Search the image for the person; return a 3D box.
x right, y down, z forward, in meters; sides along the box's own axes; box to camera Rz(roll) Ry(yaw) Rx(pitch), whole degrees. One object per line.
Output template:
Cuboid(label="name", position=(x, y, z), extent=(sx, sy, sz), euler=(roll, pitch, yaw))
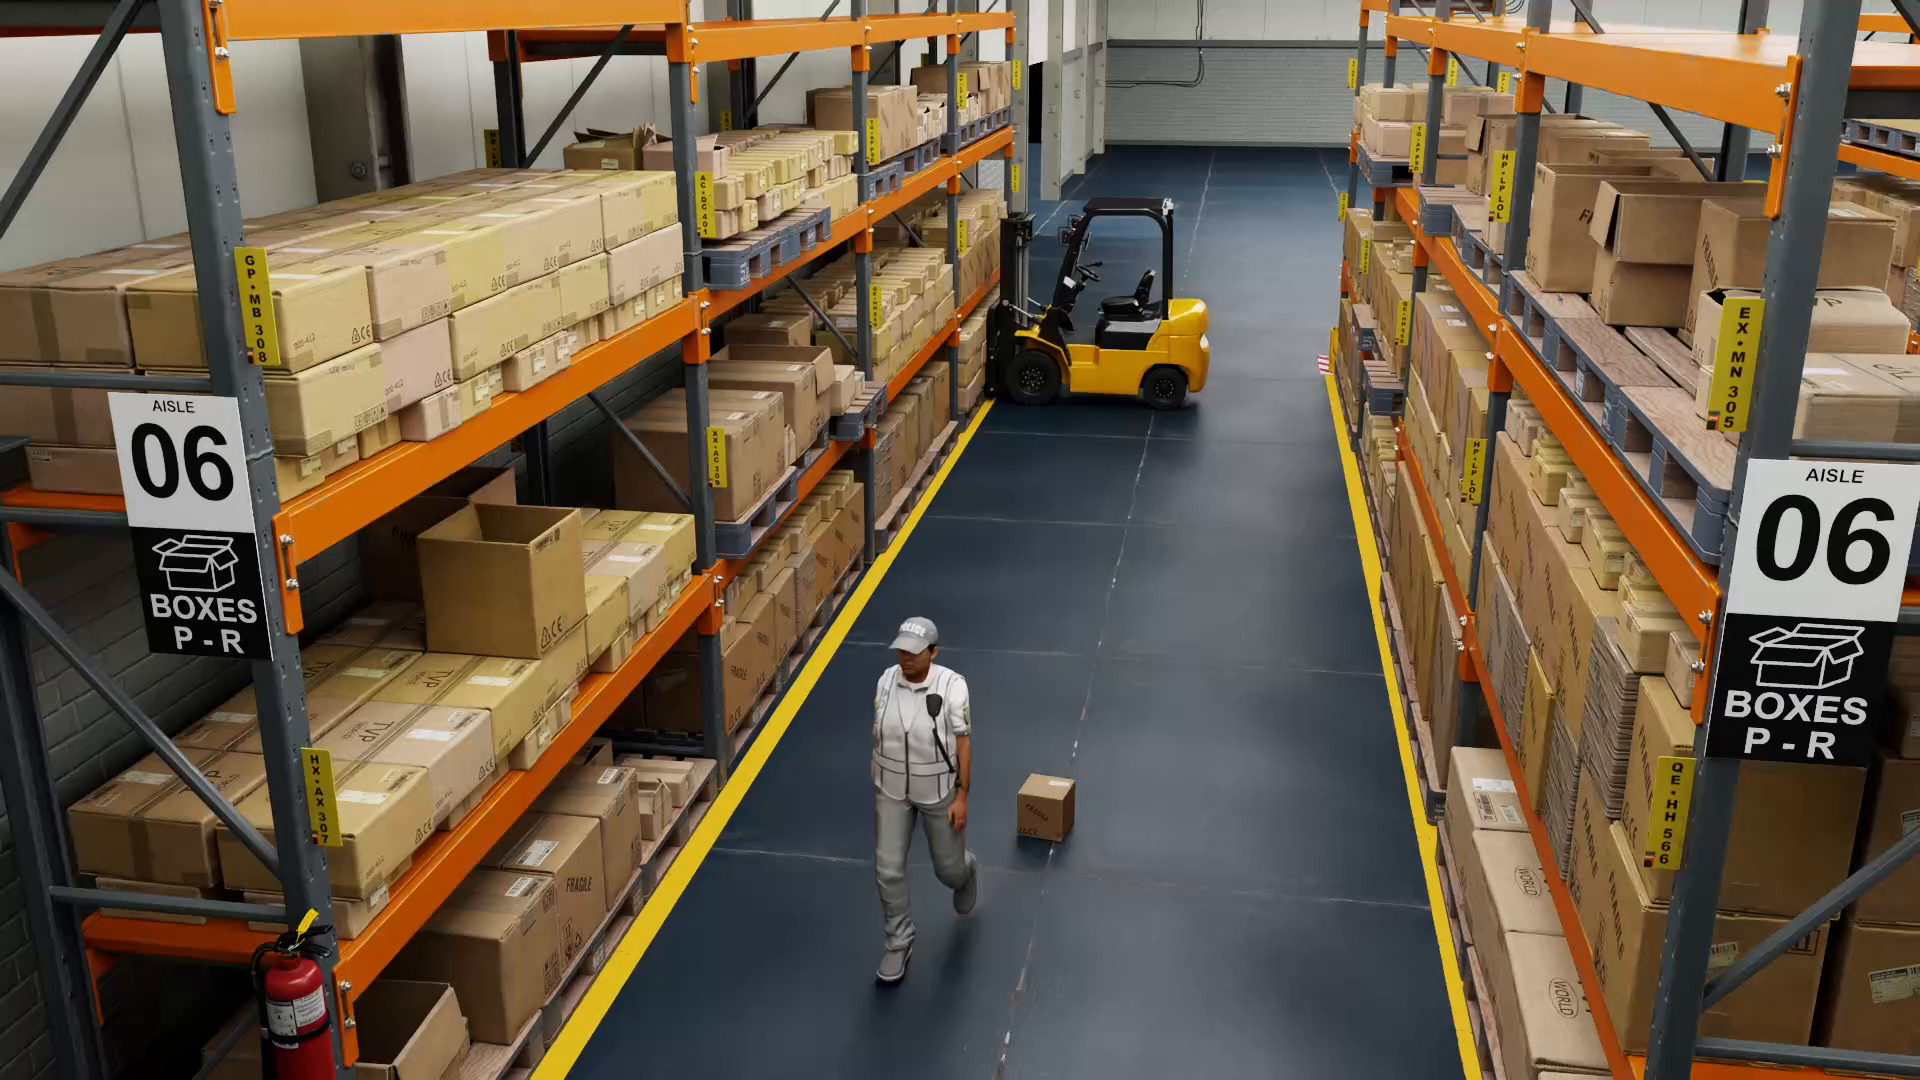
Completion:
Cuboid(label="person", position=(-0.171, 1.117, 7.566), extent=(0.470, 1.635, 0.761), euler=(5, 19, 14))
